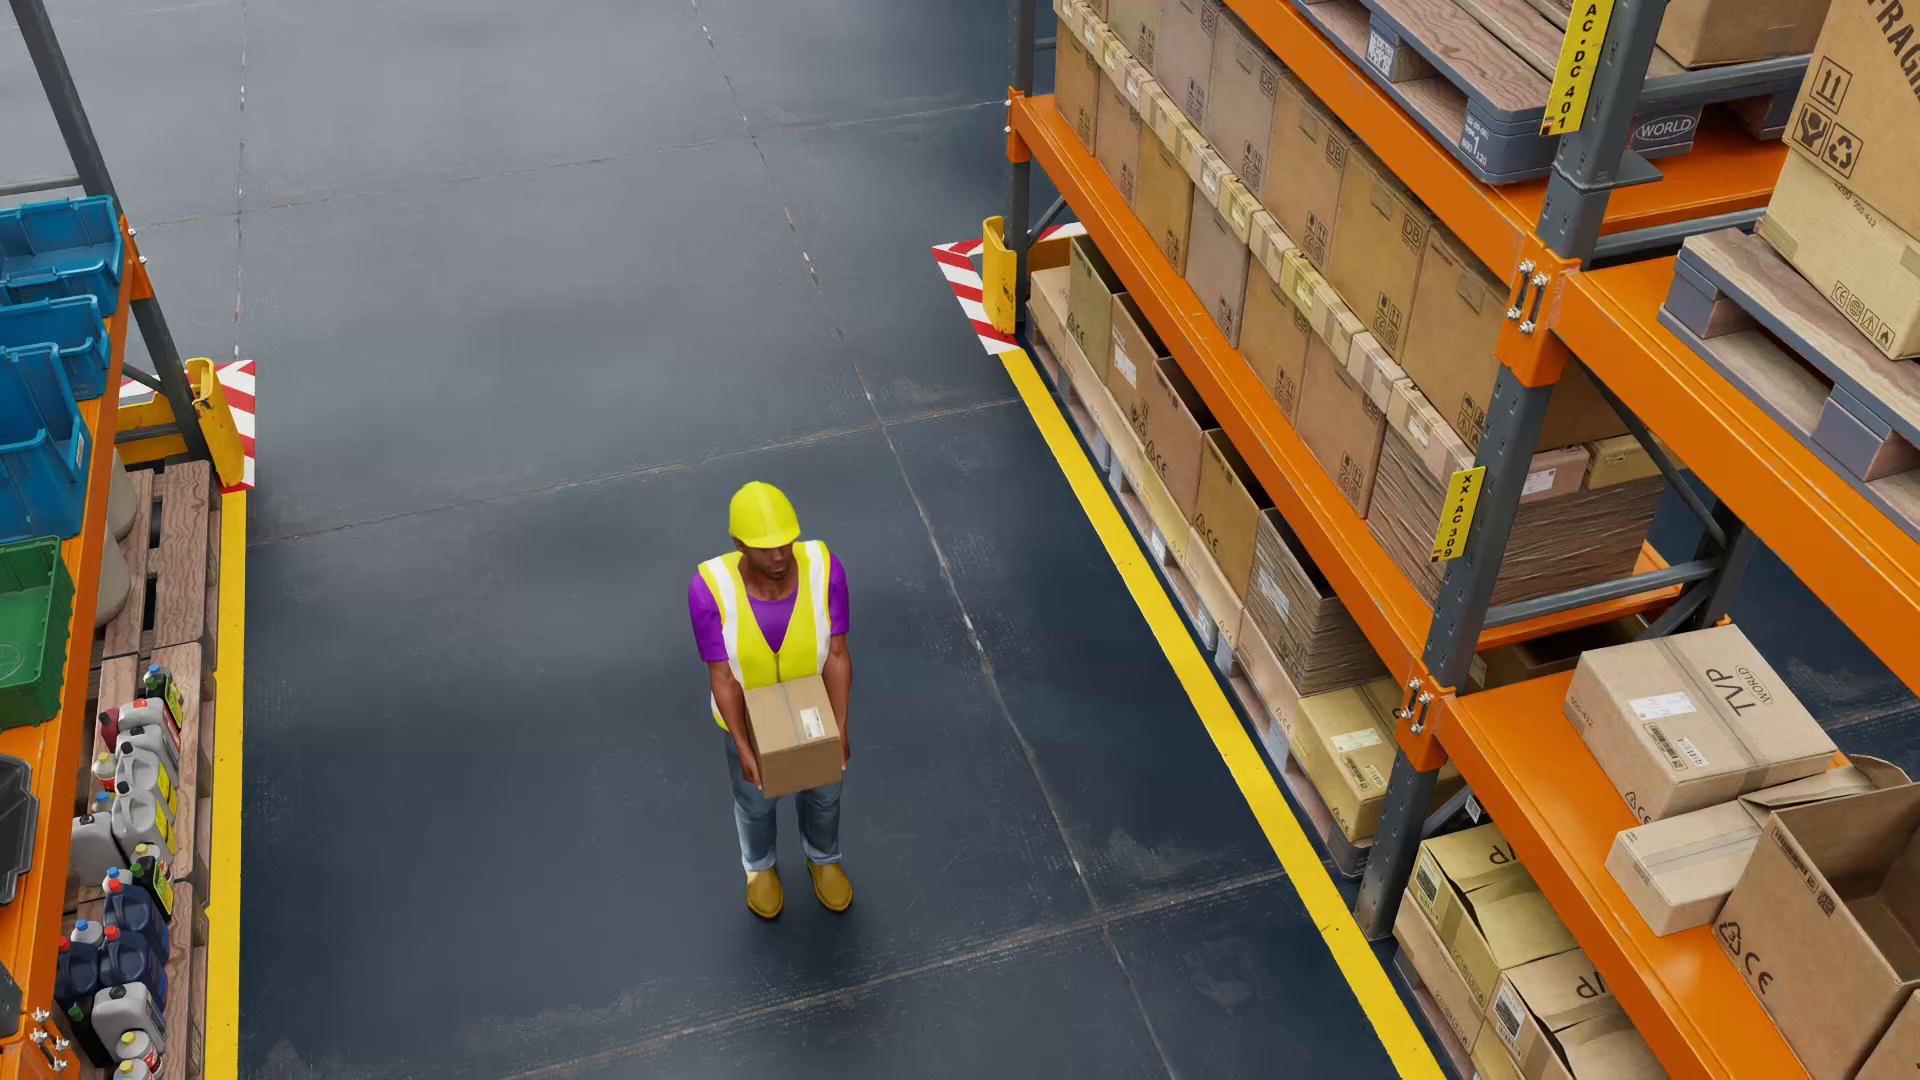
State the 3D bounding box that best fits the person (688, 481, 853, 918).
[{"bbox_3d":[-0.565,0.610,5.469,0.502,1.761,0.577,-12,43,-13],"label":"person"}]
